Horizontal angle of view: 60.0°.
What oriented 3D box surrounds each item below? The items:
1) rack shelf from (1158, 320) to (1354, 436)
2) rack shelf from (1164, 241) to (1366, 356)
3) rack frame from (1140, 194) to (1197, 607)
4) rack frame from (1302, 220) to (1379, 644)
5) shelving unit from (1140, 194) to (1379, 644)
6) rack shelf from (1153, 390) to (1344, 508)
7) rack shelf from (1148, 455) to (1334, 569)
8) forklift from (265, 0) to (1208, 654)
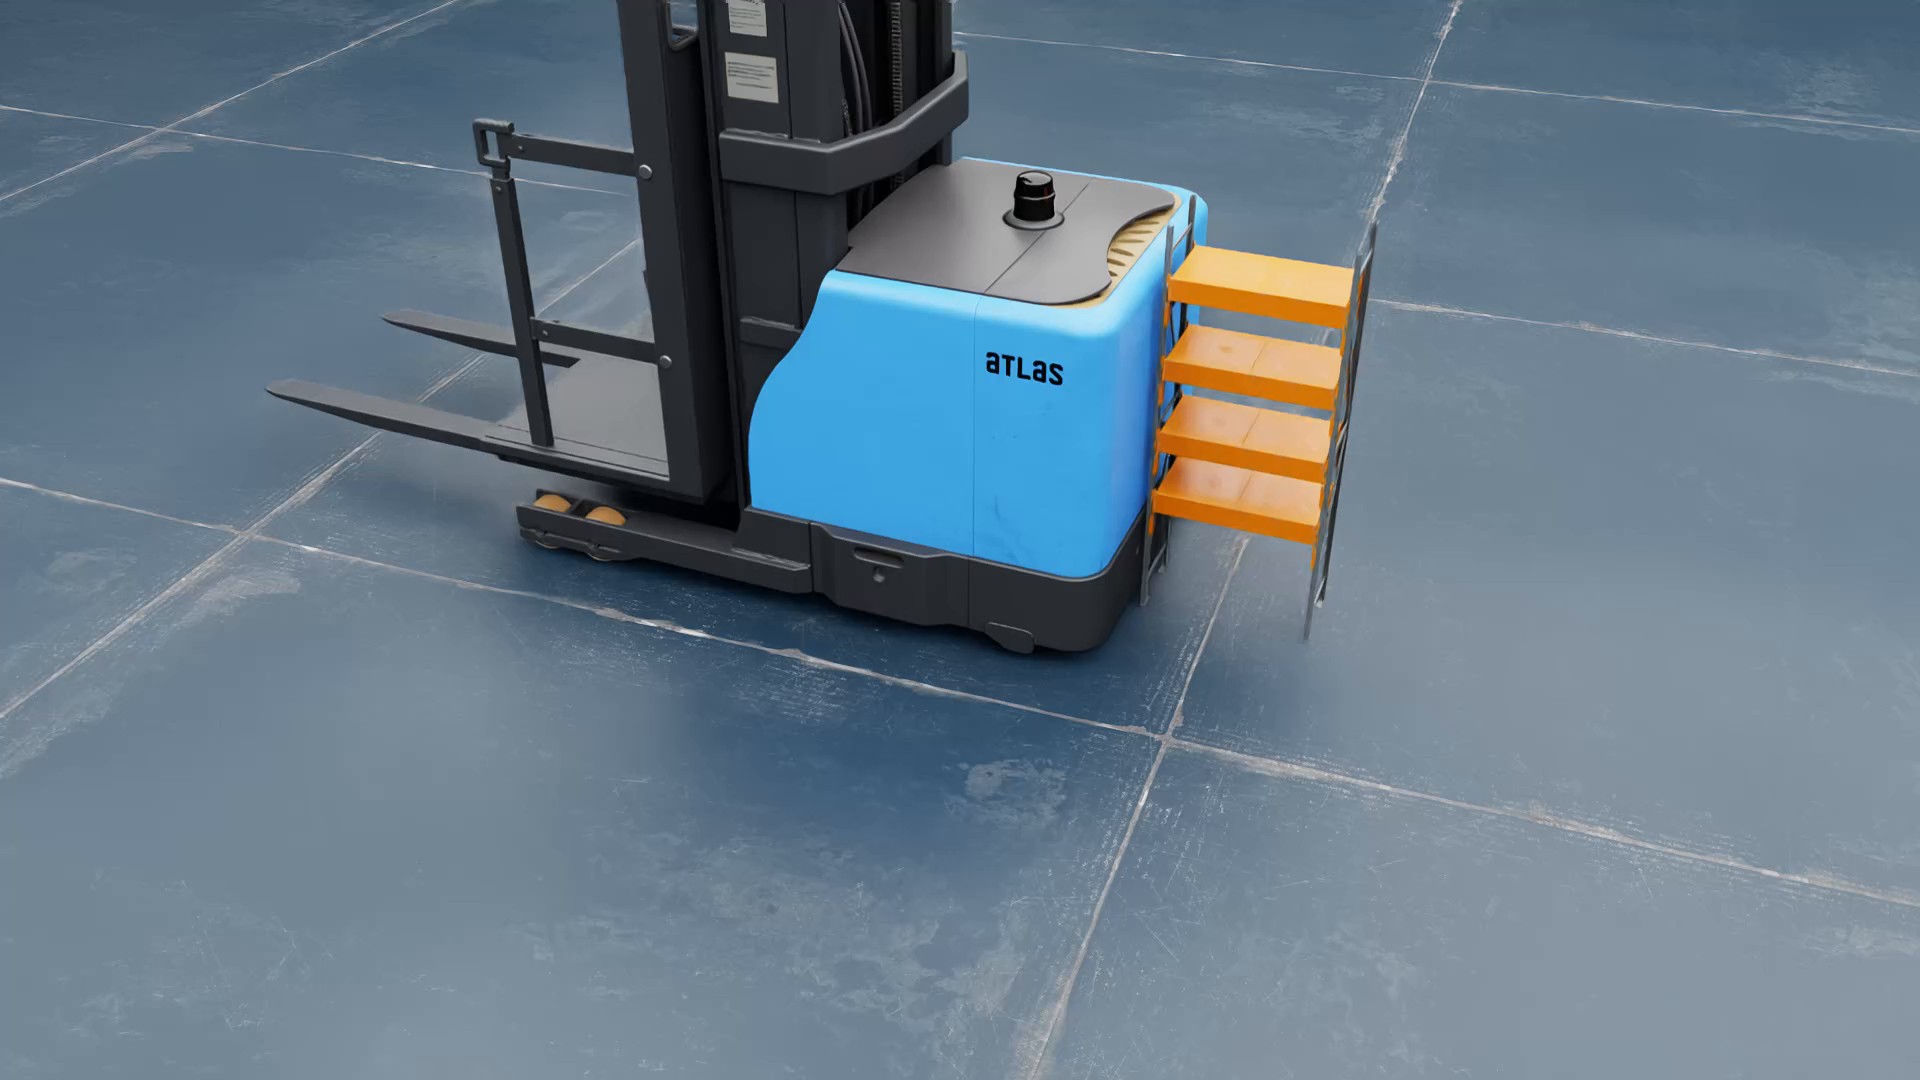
[{"bbox_3d":[0.812,-0.448,4.549,0.480,0.148,0.258,12,35,18],"label":"rack shelf"},{"bbox_3d":[0.812,-0.646,4.420,0.480,0.148,0.258,12,35,18],"label":"rack shelf"},{"bbox_3d":[0.586,-0.366,4.711,0.015,1.200,0.240,12,35,18],"label":"rack frame"},{"bbox_3d":[1.038,-0.266,4.556,0.015,1.200,0.240,12,35,18],"label":"rack frame"},{"bbox_3d":[0.812,-0.316,4.634,0.503,1.200,0.258,12,35,18],"label":"shelving unit"},{"bbox_3d":[0.812,-0.260,4.670,0.480,0.148,0.258,12,35,18],"label":"rack shelf"},{"bbox_3d":[0.812,-0.093,4.778,0.480,0.148,0.258,12,35,18],"label":"rack shelf"},{"bbox_3d":[-0.831,-1.415,4.740,3.031,2.935,1.130,12,35,18],"label":"forklift"}]
